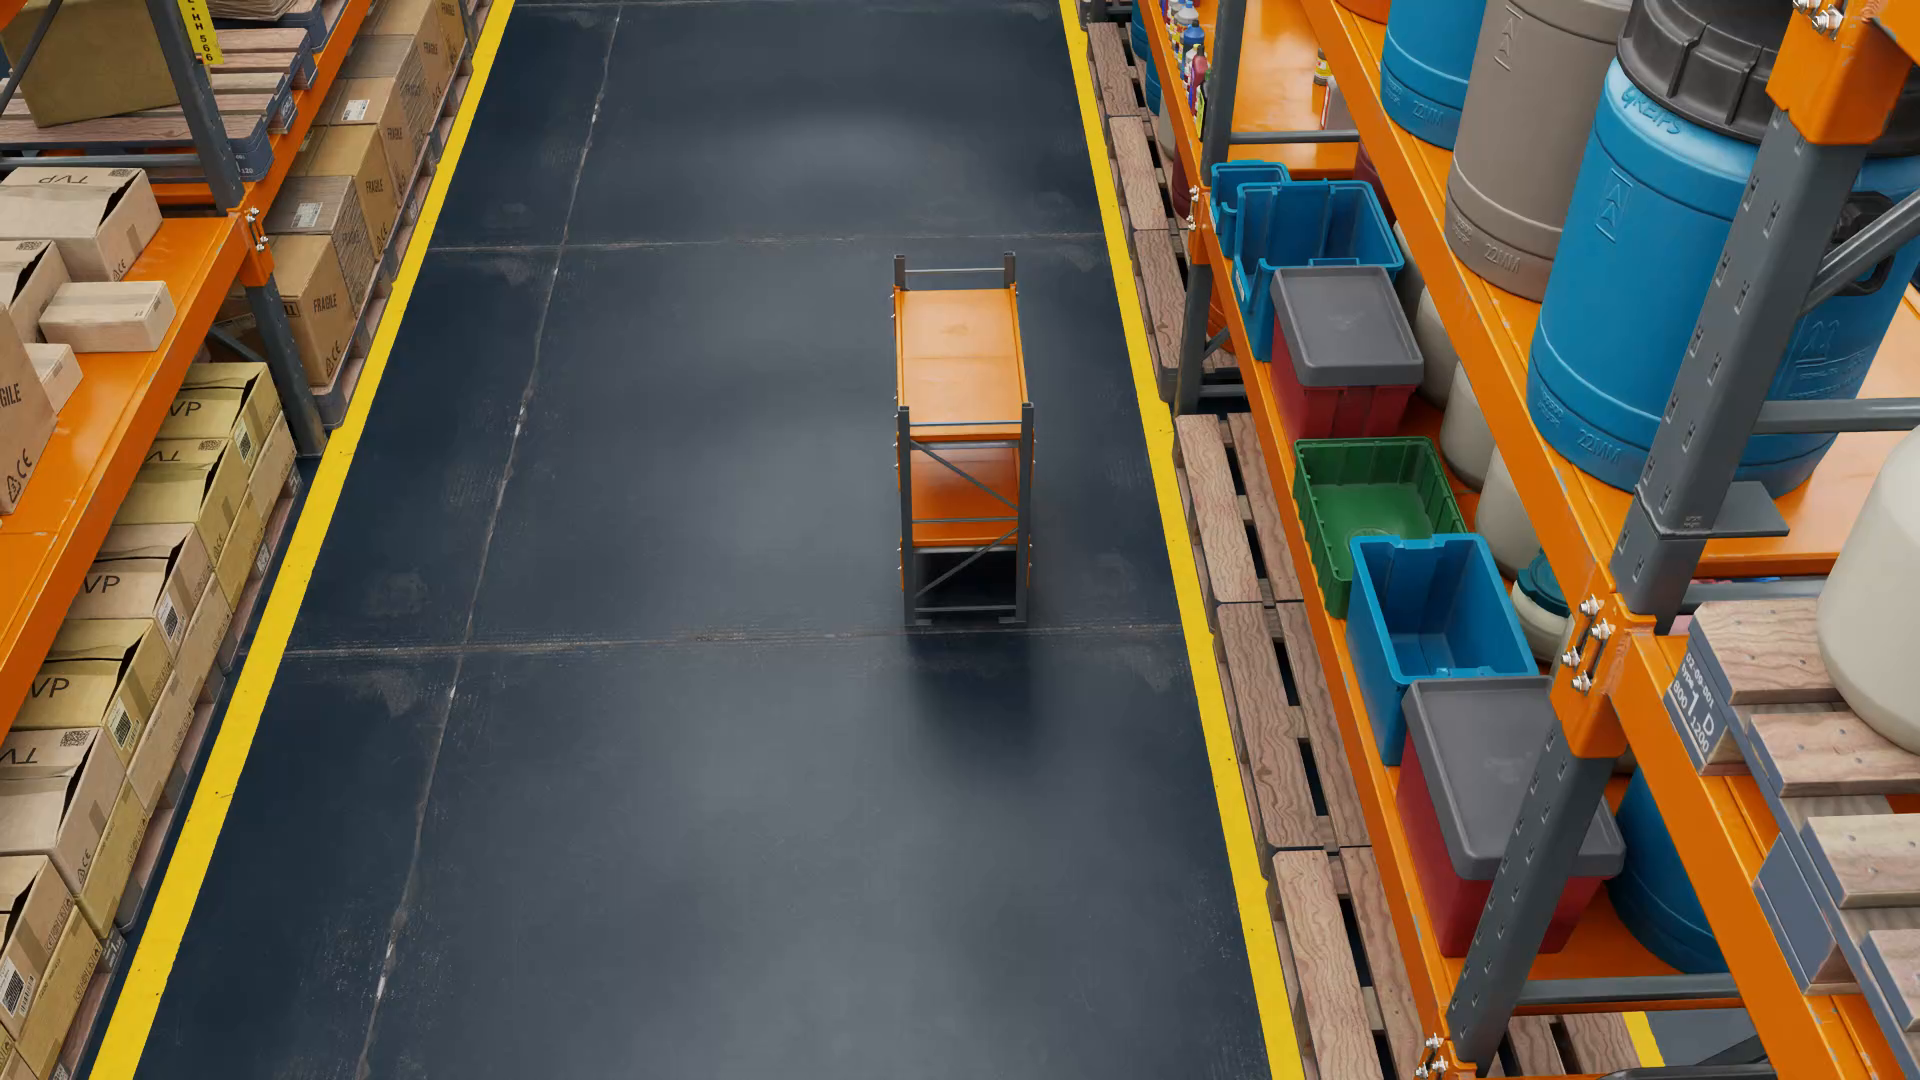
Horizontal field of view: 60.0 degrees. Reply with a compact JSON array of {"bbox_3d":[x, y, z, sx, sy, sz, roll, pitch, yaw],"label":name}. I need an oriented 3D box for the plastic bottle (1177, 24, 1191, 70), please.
[{"bbox_3d":[1.055,-2.270,7.654,0.097,0.201,0.097,0,43,0],"label":"plastic bottle"}]

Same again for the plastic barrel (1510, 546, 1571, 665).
[{"bbox_3d":[1.774,0.202,4.912,0.301,0.262,0.301,0,43,0],"label":"plastic barrel"}]

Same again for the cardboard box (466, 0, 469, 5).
[{"bbox_3d":[-3.413,-3.673,10.701,0.500,0.311,0.500,-2,43,-2],"label":"cardboard box"}]

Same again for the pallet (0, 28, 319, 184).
[{"bbox_3d":[-3.541,-1.896,7.241,1.213,0.211,1.003,-2,43,-2],"label":"pallet"}]

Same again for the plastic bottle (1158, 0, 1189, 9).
[{"bbox_3d":[1.050,-2.774,8.093,0.144,0.351,0.185,-2,43,-2],"label":"plastic bottle"}]

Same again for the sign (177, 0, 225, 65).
[{"bbox_3d":[-2.887,-1.957,6.308,0.100,0.325,0.005,-2,43,-2],"label":"sign"}]

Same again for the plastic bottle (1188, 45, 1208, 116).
[{"bbox_3d":[1.054,-2.025,7.325,0.061,0.283,0.133,-2,43,-2],"label":"plastic bottle"}]

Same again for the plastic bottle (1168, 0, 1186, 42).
[{"bbox_3d":[1.043,-2.467,7.869,0.097,0.201,0.097,0,43,0],"label":"plastic bottle"}]

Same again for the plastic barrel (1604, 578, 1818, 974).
[{"bbox_3d":[1.963,0.595,4.010,0.600,0.901,0.708,-2,43,-2],"label":"plastic barrel"}]

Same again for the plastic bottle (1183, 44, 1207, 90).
[{"bbox_3d":[1.063,-2.139,7.510,0.097,0.201,0.097,0,43,0],"label":"plastic bottle"}]

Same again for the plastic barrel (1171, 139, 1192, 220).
[{"bbox_3d":[1.422,-2.009,8.696,0.600,0.588,0.708,-2,43,-2],"label":"plastic barrel"}]

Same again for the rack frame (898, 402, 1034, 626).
[{"bbox_3d":[0.021,-0.076,6.500,0.500,1.125,0.032,-2,43,-2],"label":"rack frame"}]

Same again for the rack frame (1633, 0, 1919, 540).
[{"bbox_3d":[1.677,-1.162,1.858,1.000,3.000,0.127,-2,43,-2],"label":"rack frame"}]

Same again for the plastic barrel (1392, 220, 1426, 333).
[{"bbox_3d":[1.764,-1.004,6.043,0.421,0.512,0.421,0,43,0],"label":"plastic barrel"}]

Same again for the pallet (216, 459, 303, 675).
[{"bbox_3d":[-3.446,0.073,7.014,1.003,0.211,1.213,-2,43,-2],"label":"pallet"}]

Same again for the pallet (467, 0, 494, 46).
[{"bbox_3d":[-3.640,-3.648,11.073,1.003,0.211,1.213,-2,43,-2],"label":"pallet"}]

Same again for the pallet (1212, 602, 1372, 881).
[{"bbox_3d":[1.550,0.722,6.306,1.003,0.211,1.213,-2,43,-2],"label":"pallet"}]

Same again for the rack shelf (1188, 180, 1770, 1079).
[{"bbox_3d":[1.592,-0.036,5.602,1.077,0.370,4.000,-2,43,-2],"label":"rack shelf"}]

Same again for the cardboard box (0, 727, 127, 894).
[{"bbox_3d":[-3.080,0.867,5.393,0.500,0.311,0.500,-3,43,-3],"label":"cardboard box"}]

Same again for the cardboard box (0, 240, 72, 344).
[{"bbox_3d":[-3.597,-0.869,6.044,0.500,0.311,0.500,-2,43,-2],"label":"cardboard box"}]

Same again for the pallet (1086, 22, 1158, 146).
[{"bbox_3d":[1.329,-2.801,10.150,1.003,0.211,1.213,-2,43,-2],"label":"pallet"}]

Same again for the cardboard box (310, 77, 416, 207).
[{"bbox_3d":[-3.247,-2.112,8.859,0.500,0.500,0.500,-3,43,-3],"label":"cardboard box"}]

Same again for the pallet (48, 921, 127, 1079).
[{"bbox_3d":[-3.342,1.720,5.217,1.003,0.211,1.213,-2,43,-2],"label":"pallet"}]

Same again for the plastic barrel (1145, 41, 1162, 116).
[{"bbox_3d":[1.374,-2.887,9.422,0.600,0.901,0.708,-2,43,-2],"label":"plastic barrel"}]

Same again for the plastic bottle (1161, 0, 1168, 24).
[{"bbox_3d":[1.015,-2.641,7.997,0.061,0.283,0.133,-2,43,-2],"label":"plastic bottle"}]

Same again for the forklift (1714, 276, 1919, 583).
[{"bbox_3d":[3.136,-0.882,6.043,1.130,2.935,3.031,-1,43,-2],"label":"forklift"}]

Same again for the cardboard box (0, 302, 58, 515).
[{"bbox_3d":[-3.354,-0.416,5.410,0.500,0.500,0.500,-4,43,-4],"label":"cardboard box"}]

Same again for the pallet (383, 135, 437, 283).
[{"bbox_3d":[-3.484,-1.810,9.069,1.003,0.211,1.213,-2,43,-2],"label":"pallet"}]

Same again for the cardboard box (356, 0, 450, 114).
[{"bbox_3d":[-3.292,-2.794,9.602,0.500,0.500,0.500,-2,43,-2],"label":"cardboard box"}]

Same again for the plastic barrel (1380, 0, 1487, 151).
[{"bbox_3d":[1.383,-1.462,4.034,0.600,0.901,0.708,-2,43,-2],"label":"plastic barrel"}]

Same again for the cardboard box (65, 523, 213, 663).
[{"bbox_3d":[-3.126,0.179,6.144,0.500,0.311,0.500,-2,43,-2],"label":"cardboard box"}]

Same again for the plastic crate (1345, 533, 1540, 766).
[{"bbox_3d":[1.320,0.319,4.694,0.392,0.384,0.575,-2,43,-2],"label":"plastic crate"}]

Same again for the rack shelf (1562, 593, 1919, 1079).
[{"bbox_3d":[1.762,1.559,1.642,1.077,0.370,4.000,-2,43,-2],"label":"rack shelf"}]

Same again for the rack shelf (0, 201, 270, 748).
[{"bbox_3d":[-3.357,0.104,5.449,1.077,0.370,4.000,-2,43,-2],"label":"rack shelf"}]

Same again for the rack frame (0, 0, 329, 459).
[{"bbox_3d":[-3.442,-1.512,6.679,1.000,3.000,0.127,-2,43,-2],"label":"rack frame"}]

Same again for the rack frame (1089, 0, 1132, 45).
[{"bbox_3d":[1.337,-4.352,9.778,1.000,3.000,0.127,-2,43,-2],"label":"rack frame"}]

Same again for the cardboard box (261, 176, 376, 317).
[{"bbox_3d":[-3.203,-1.421,8.105,0.500,0.500,0.500,-3,43,-3],"label":"cardboard box"}]

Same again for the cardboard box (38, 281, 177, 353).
[{"bbox_3d":[-3.127,-0.820,6.110,0.380,0.149,0.250,-2,43,-2],"label":"cardboard box"}]

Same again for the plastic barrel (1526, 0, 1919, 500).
[{"bbox_3d":[1.439,-0.578,3.070,0.600,0.901,0.708,-2,43,-2],"label":"plastic barrel"}]

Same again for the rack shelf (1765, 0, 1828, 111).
[{"bbox_3d":[1.592,-2.100,3.710,1.077,0.370,4.000,-2,43,-2],"label":"rack shelf"}]

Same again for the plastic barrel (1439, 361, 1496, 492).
[{"bbox_3d":[1.806,-0.440,5.410,0.433,0.535,0.433,0,43,0],"label":"plastic barrel"}]

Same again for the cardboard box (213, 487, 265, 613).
[{"bbox_3d":[-3.150,0.043,6.707,0.500,0.250,0.500,-2,43,-2],"label":"cardboard box"}]

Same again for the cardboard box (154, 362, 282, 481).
[{"bbox_3d":[-3.173,-0.513,6.899,0.500,0.311,0.500,-1,43,-1],"label":"cardboard box"}]

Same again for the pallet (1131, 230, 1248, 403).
[{"bbox_3d":[1.432,-1.154,8.353,1.003,0.211,1.213,-2,43,-2],"label":"pallet"}]

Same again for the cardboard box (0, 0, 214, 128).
[{"bbox_3d":[-3.581,-2.125,6.964,0.700,0.500,0.500,-15,45,-16],"label":"cardboard box"}]

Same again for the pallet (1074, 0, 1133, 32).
[{"bbox_3d":[1.267,-3.819,11.260,1.003,0.211,1.213,-2,43,-2],"label":"pallet"}]

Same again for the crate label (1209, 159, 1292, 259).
[{"bbox_3d":[1.151,-1.294,6.566,0.303,0.233,0.416,-2,43,-2],"label":"crate label"}]

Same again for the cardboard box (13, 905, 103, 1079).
[{"bbox_3d":[-3.062,1.423,5.202,0.500,0.250,0.500,-1,43,-1],"label":"cardboard box"}]

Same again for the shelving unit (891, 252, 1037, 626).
[{"bbox_3d":[0.000,-0.419,6.875,0.538,1.125,1.048,-2,43,-2],"label":"shelving unit"}]

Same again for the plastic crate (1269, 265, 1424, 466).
[{"bbox_3d":[1.270,-0.575,5.610,0.402,0.464,0.583,-2,43,-2],"label":"plastic crate"}]

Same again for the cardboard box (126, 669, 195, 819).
[{"bbox_3d":[-3.107,0.730,5.958,0.500,0.250,0.500,-1,43,-1],"label":"cardboard box"}]

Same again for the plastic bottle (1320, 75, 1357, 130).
[{"bbox_3d":[1.660,-1.902,7.197,0.152,0.276,0.135,-2,43,-2],"label":"plastic bottle"}]

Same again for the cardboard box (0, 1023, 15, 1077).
[{"bbox_3d":[-3.041,1.555,4.643,0.500,0.311,0.500,-2,43,-2],"label":"cardboard box"}]

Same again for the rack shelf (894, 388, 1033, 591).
[{"bbox_3d":[0.000,-0.239,7.040,0.538,0.278,1.000,-2,43,-2],"label":"rack shelf"}]

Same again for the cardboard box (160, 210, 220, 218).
[{"bbox_3d":[-3.723,-1.691,7.845,0.500,0.250,0.500,0,43,0],"label":"cardboard box"}]

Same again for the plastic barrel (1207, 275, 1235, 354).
[{"bbox_3d":[1.470,-1.336,7.783,0.600,0.830,0.708,-2,43,-2],"label":"plastic barrel"}]

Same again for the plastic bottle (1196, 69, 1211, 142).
[{"bbox_3d":[1.064,-1.869,7.155,0.061,0.283,0.133,-2,43,-2],"label":"plastic bottle"}]
